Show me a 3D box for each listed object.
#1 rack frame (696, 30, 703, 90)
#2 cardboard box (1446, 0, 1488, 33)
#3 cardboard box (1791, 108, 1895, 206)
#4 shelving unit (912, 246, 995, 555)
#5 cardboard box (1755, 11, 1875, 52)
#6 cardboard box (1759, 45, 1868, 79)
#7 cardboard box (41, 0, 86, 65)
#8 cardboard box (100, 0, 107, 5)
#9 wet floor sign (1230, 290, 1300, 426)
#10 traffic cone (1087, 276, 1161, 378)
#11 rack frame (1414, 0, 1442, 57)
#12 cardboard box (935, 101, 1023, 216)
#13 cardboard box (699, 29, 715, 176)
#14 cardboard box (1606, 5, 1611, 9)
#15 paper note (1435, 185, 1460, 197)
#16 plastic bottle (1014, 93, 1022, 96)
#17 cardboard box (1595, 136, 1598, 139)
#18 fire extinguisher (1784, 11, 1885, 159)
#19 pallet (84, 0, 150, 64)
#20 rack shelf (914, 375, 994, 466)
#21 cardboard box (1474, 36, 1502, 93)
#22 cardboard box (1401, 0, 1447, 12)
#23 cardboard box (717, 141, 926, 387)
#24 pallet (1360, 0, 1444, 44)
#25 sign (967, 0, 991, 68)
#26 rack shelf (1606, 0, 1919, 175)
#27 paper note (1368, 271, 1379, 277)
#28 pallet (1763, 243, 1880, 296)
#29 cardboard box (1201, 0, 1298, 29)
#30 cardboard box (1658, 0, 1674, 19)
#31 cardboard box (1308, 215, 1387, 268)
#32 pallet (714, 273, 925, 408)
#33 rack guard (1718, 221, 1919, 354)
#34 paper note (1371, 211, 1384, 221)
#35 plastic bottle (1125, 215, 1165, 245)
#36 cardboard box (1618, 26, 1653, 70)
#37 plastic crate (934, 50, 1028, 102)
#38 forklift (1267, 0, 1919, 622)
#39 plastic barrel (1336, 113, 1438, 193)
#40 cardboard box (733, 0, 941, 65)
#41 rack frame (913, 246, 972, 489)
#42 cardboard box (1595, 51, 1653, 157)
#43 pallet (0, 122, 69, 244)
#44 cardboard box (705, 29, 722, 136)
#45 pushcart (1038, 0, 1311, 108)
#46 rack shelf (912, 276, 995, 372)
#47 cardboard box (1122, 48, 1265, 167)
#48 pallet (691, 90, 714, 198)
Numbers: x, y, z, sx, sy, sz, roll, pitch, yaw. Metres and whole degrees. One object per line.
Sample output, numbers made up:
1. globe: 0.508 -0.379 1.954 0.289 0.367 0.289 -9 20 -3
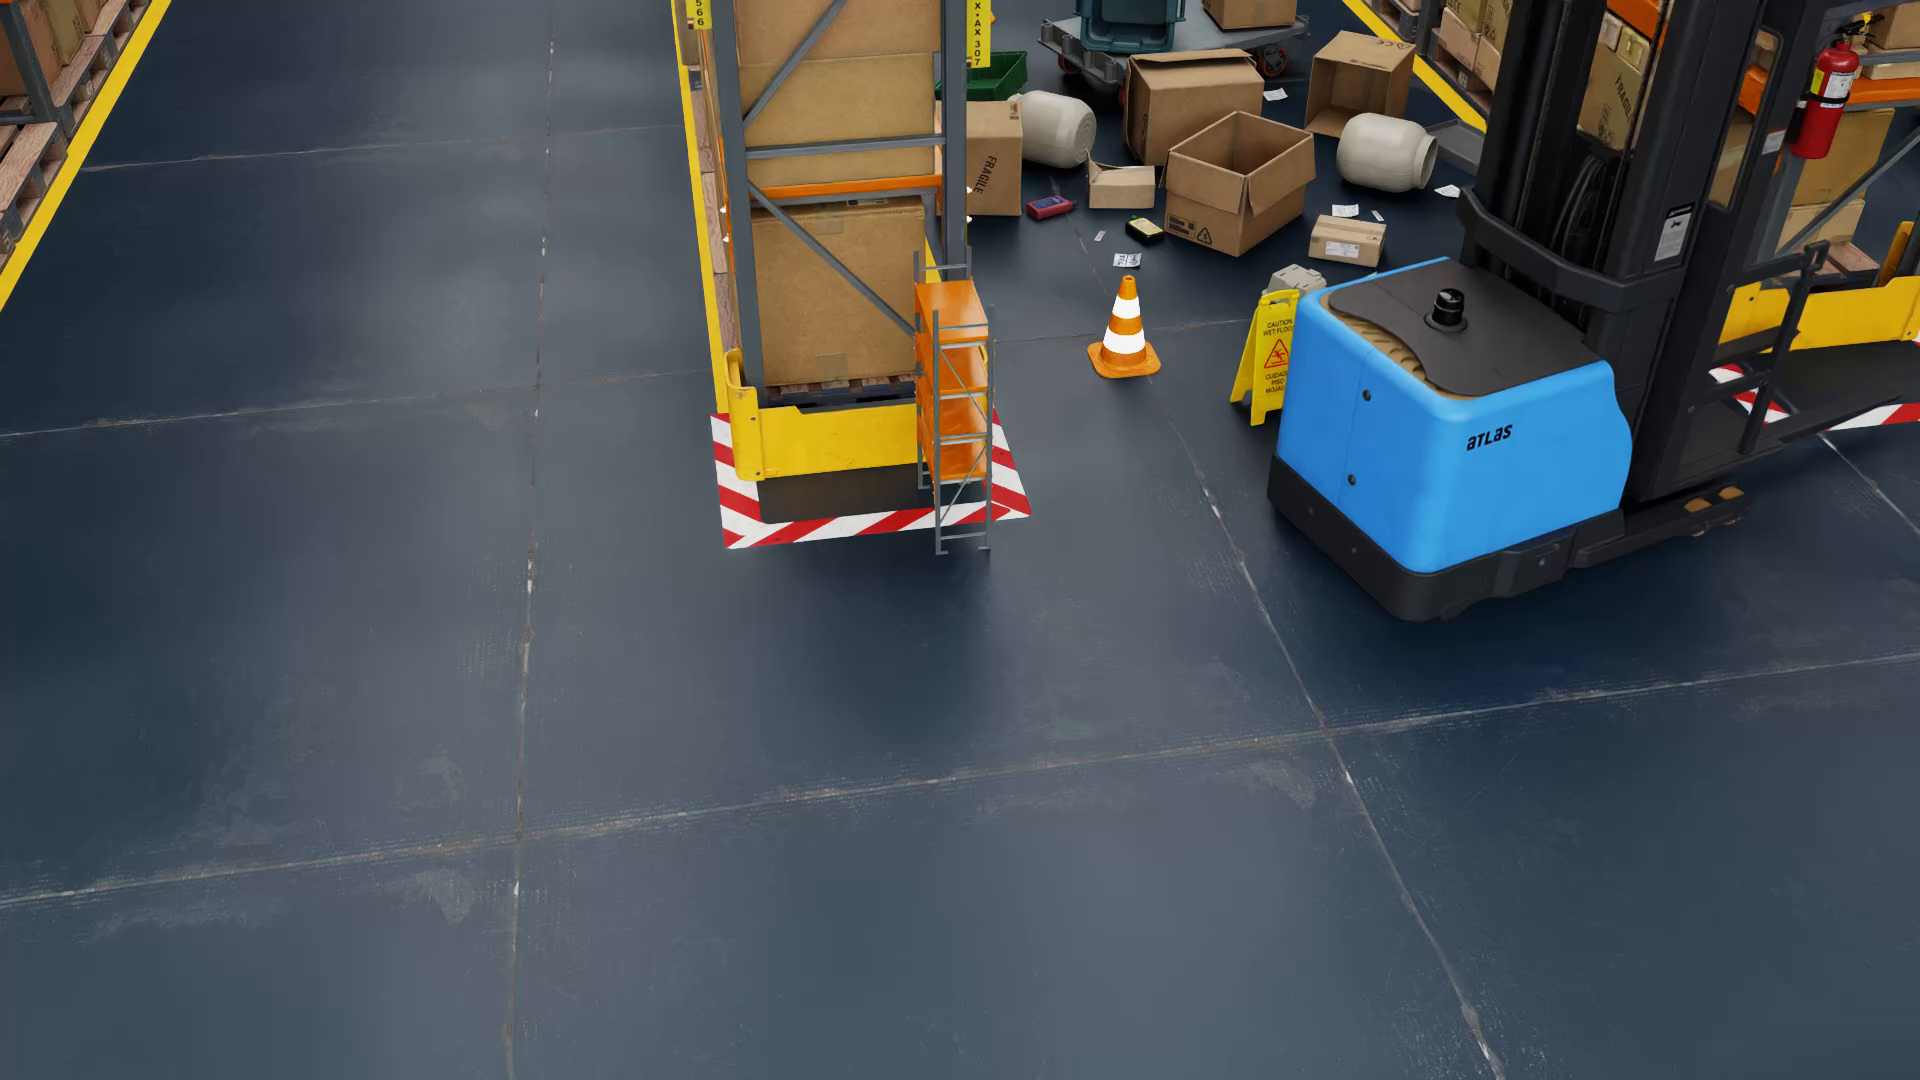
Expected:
1. rack frame: -1.176 -4.043 10.009 1.000 3.000 0.127 -6 38 -8
2. cardboard box: 3.517 -3.627 10.762 0.500 0.500 0.500 -5 38 -6
3. cardboard box: 4.507 -2.128 8.832 0.500 0.500 0.500 -7 38 -9
4. shelving unit: -0.029 -0.574 7.011 0.258 1.200 0.503 -6 38 -8
5. cardboard box: 4.014 -2.676 7.925 0.500 0.500 0.500 -7 38 -9
6. cardboard box: 4.104 -2.324 8.002 0.380 0.149 0.250 -5 38 -6
7. cardboard box: -6.229 -3.421 10.887 0.700 0.500 0.500 -6 38 -8
8. cardboard box: -6.425 -4.095 11.756 0.700 0.500 0.500 -3 38 -4
9. wet floor sign: 1.479 -0.893 7.873 0.267 0.644 0.232 -13 40 -16
10. traffic cone: 0.830 -1.099 8.287 0.336 0.463 0.334 -6 38 -8
11. rack frame: 3.679 -4.637 10.773 1.000 3.000 0.127 -6 38 -8
12. cardboard box: 0.106 -2.230 9.711 0.500 0.500 0.500 0 38 0
13. cardboard box: -0.973 -2.438 9.333 0.875 0.875 0.875 -6 38 -8
14. cardboard box: 3.712 -2.992 9.944 0.500 0.500 0.500 -4 38 -6
15. paper note: 2.928 -2.080 9.902 0.142 0.019 0.148 -20 42 -23
16. plastic bottle: 0.358 -2.878 10.905 0.133 0.061 0.283 -27 45 -31
17. cardboard box: 3.891 -2.074 9.373 0.500 0.250 0.500 -6 38 -8
18. fire extinguisher: 3.947 -2.071 7.534 0.296 0.674 0.183 -6 38 -8
19. pallet: -6.432 -3.678 11.812 1.003 0.211 1.213 -6 38 -8
20. rack shelf: -0.029 -0.521 7.052 0.258 0.148 0.480 -6 38 -8
21. cardboard box: 3.622 -3.010 10.578 0.500 0.250 0.500 -4 38 -5
22. cardboard box: 3.585 -4.081 11.858 0.950 0.372 0.625 -6 38 -7
23. cardboard box: -0.659 -1.356 7.941 0.875 0.875 0.875 -6 38 -8
24. pallet: 3.541 -4.005 12.234 1.003 0.211 1.213 -6 38 -8
25. sign: 0.072 -2.056 6.682 0.100 0.325 0.005 -6 38 -8
26. rack shelf: 4.030 -3.144 9.439 1.077 0.370 4.000 -6 38 -8
27. paper note: 2.255 -1.405 9.034 0.148 0.019 0.142 -20 42 -23
28. pallet: 4.260 -1.660 9.214 1.003 0.211 1.213 -6 38 -8
29. cardboard box: 1.932 -3.739 11.038 0.500 0.500 0.500 -6 38 -8
30. cardboard box: 3.852 -2.775 8.581 0.380 0.149 0.250 -6 38 -7
31. cardboard box: 2.162 -1.669 9.277 0.380 0.149 0.250 13 40 16
32. pallet: -0.692 -1.000 8.366 1.003 0.211 1.213 -6 38 -8
33. rack guard: 4.367 -1.279 8.489 1.175 0.500 0.348 -6 38 -8
34. paper note: 2.429 -1.886 9.670 0.032 0.001 0.123 -6 38 -8
35. plastic bottle: 1.036 -1.775 9.485 0.133 0.061 0.283 -20 42 -23
36. cardboard box: 3.812 -2.675 9.008 0.380 0.149 0.250 -6 38 -7
37. plastic crate: 0.144 -2.991 10.901 0.450 0.188 0.662 4 37 22
38. forklift: 2.916 -1.448 6.725 3.031 2.935 1.130 -17 41 -20
39. plastic barrel: 2.528 -2.288 9.850 0.512 0.421 0.421 19 42 23
40. cardboard box: -0.502 -2.341 6.816 0.875 0.550 0.550 -6 38 -8
41. rack frame: -0.072 -0.721 7.200 0.240 1.200 0.015 -6 38 -8
42. cardboard box: 3.889 -2.367 9.140 0.500 0.500 0.500 -5 38 -6
43. pallet: -5.925 -2.068 9.739 1.003 0.211 1.213 -6 38 -8
44. cardboard box: -0.703 -2.235 7.560 0.875 0.550 0.550 -6 38 -8
45. pushcart: 1.443 -3.326 11.223 1.648 0.377 0.936 -20 42 -23
46. rack shelf: -0.029 -0.884 6.770 0.258 0.148 0.480 -6 38 -8
47. cardboard box: 1.408 -2.641 10.129 0.797 0.637 0.503 -6 38 -8
48. pallet: -1.120 -2.474 10.263 1.003 0.211 1.213 -6 38 -8
